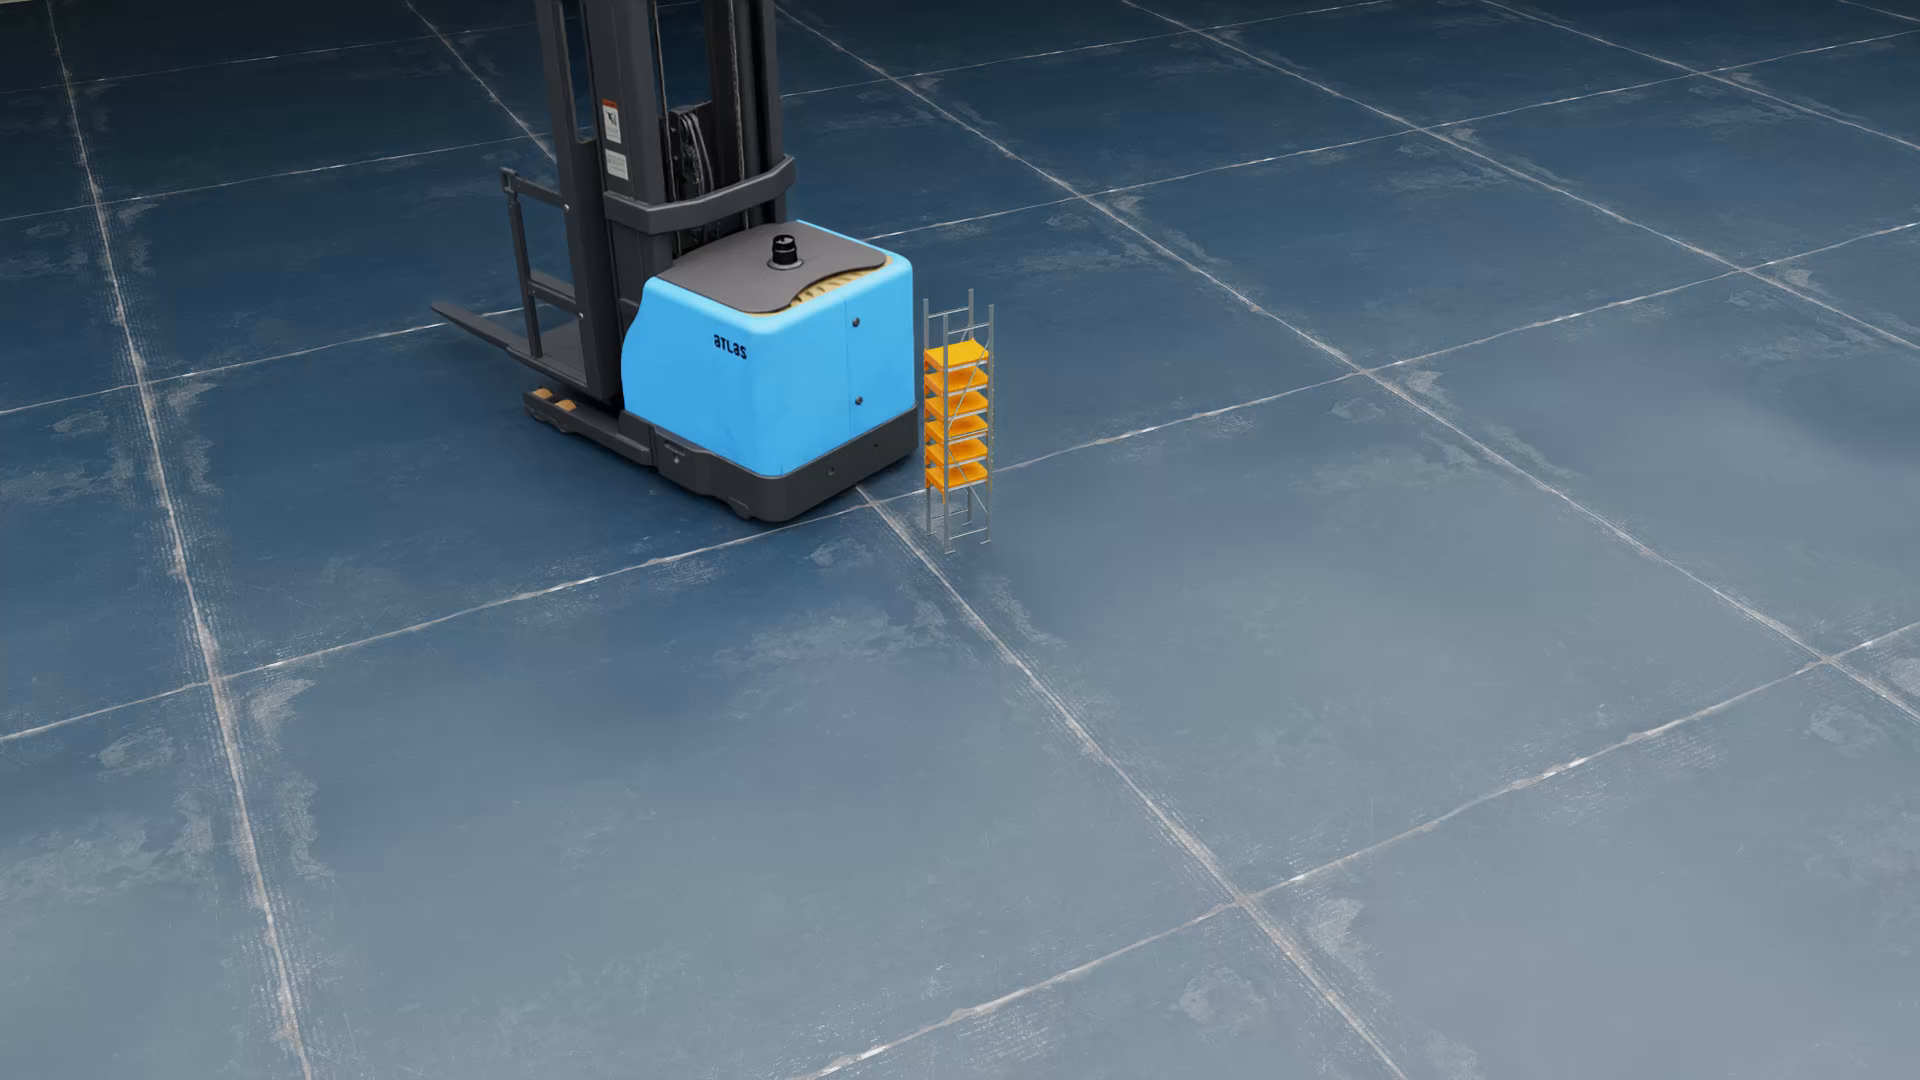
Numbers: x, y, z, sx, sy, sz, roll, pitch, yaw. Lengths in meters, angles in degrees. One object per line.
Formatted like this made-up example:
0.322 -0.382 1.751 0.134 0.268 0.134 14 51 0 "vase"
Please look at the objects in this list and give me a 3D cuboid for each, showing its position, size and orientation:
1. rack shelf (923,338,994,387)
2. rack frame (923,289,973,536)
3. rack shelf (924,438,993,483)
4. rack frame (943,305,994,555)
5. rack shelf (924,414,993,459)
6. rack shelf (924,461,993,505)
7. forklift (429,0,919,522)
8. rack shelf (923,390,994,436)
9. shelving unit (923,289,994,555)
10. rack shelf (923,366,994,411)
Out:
-0.007 -0.778 7.267 0.258 0.103 0.180 -16 36 -23 "rack shelf"
-0.049 -0.556 7.505 0.240 1.200 0.006 -16 36 -23 "rack frame"
-0.007 -0.374 7.526 0.258 0.103 0.180 -16 36 -23 "rack shelf"
0.036 -0.468 7.369 0.240 1.200 0.006 -16 36 -23 "rack frame"
-0.007 -0.475 7.461 0.258 0.103 0.180 -16 36 -23 "rack shelf"
-0.007 -0.273 7.591 0.258 0.103 0.180 -16 36 -23 "rack shelf"
-1.651 -1.982 8.127 3.031 2.935 1.130 25 40 34 "forklift"
-0.007 -0.576 7.396 0.258 0.103 0.180 -16 36 -23 "rack shelf"
-0.007 -0.512 7.437 0.258 1.200 0.189 -16 36 -23 "shelving unit"
-0.007 -0.677 7.332 0.258 0.103 0.180 -16 36 -23 "rack shelf"
